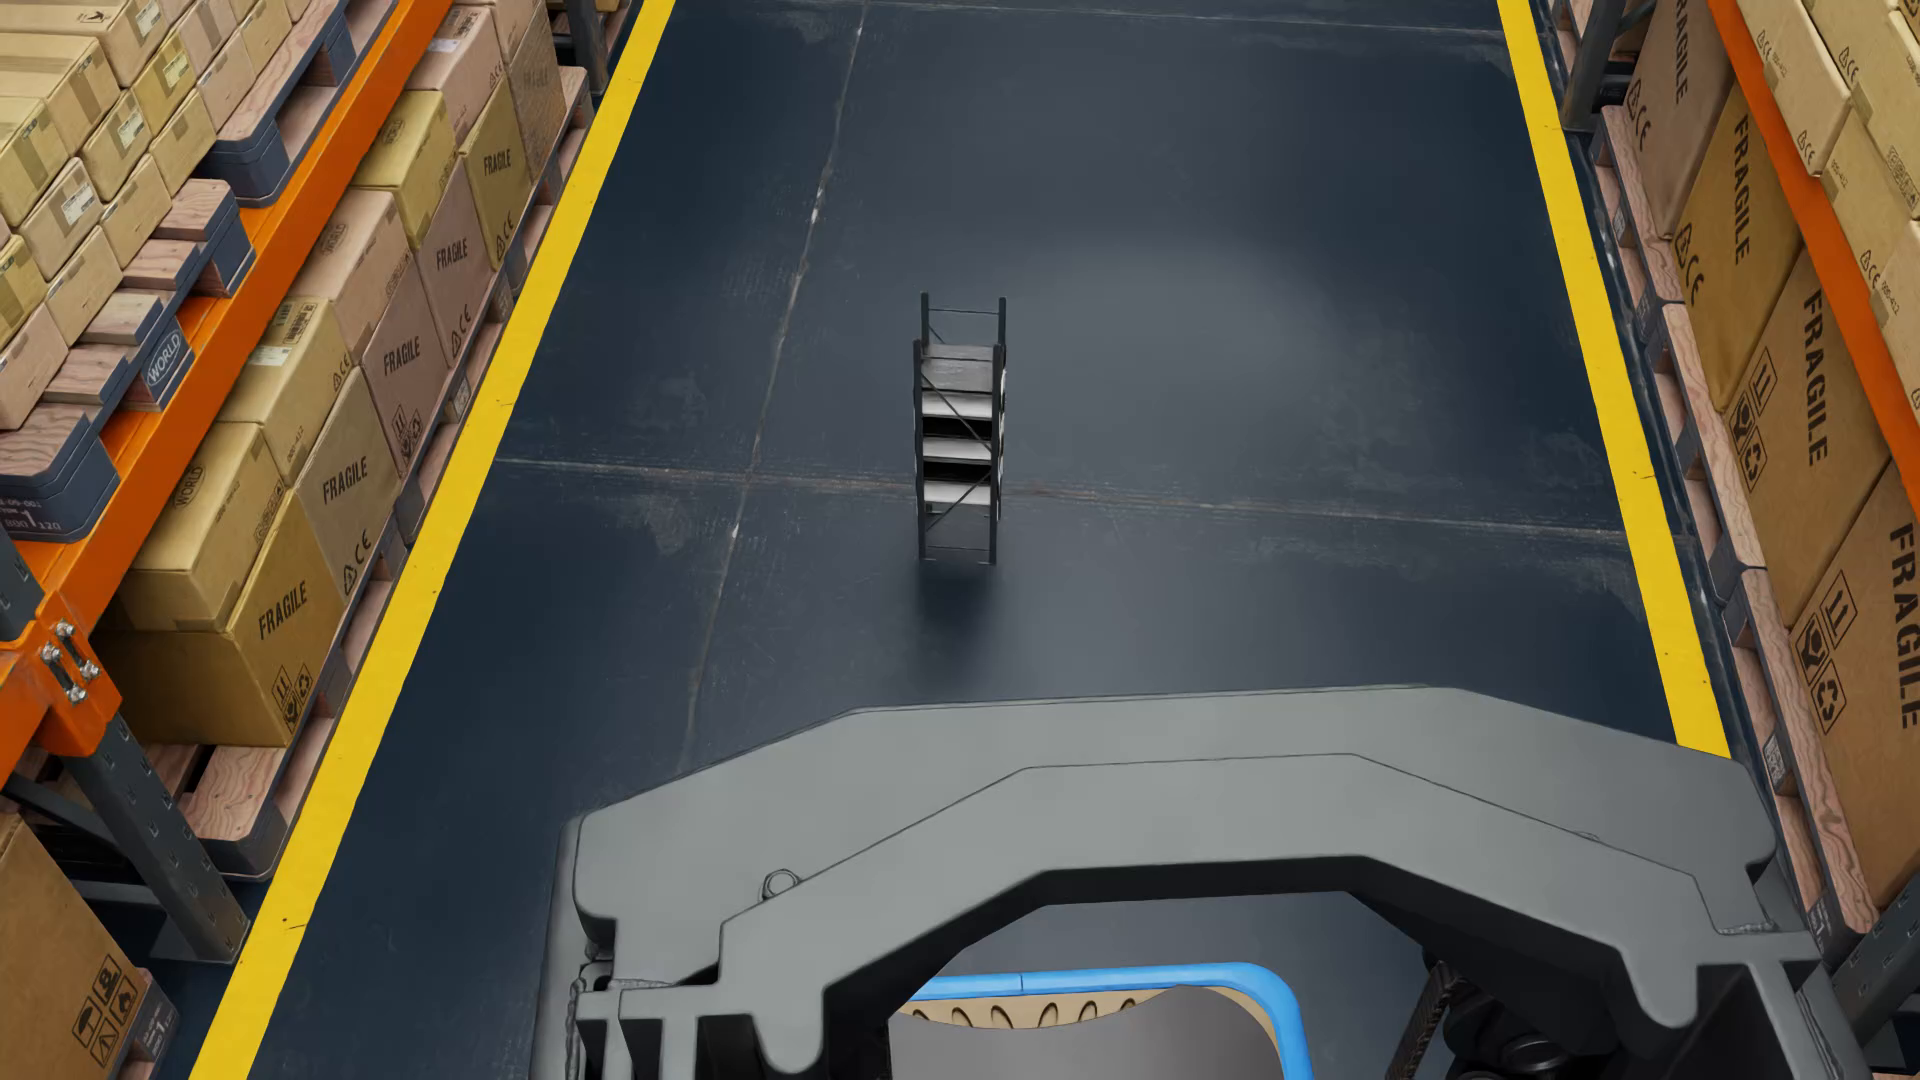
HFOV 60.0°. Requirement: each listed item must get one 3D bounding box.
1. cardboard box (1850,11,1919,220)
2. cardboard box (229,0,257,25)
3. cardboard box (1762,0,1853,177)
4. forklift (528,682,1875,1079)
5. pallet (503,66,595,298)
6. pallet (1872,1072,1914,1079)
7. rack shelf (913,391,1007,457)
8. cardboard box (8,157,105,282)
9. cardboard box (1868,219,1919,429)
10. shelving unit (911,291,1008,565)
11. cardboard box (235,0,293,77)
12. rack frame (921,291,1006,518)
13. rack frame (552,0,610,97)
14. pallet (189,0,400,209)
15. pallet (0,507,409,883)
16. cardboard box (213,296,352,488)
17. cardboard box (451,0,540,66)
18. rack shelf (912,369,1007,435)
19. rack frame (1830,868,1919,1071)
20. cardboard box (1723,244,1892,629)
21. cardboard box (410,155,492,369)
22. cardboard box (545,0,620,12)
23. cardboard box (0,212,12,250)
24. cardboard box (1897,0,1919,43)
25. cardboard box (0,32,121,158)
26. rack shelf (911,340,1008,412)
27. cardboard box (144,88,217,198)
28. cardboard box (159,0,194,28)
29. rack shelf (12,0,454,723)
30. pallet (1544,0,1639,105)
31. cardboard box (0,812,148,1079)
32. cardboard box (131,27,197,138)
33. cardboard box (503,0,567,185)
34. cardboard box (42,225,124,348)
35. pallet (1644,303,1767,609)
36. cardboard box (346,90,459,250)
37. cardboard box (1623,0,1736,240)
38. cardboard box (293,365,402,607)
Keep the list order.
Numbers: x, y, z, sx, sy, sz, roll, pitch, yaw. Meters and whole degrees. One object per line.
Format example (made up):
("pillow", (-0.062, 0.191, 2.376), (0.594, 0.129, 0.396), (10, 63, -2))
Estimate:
("cardboard box", (2.451, -0.988, 3.883), (0.500, 0.250, 0.500), (3, 48, 3))
("cardboard box", (-1.988, -1.446, 4.224), (0.380, 0.149, 0.250), (3, 48, 3))
("cardboard box", (2.489, -1.202, 4.419), (0.500, 0.250, 0.500), (3, 48, 3))
("forklift", (0.192, 1.625, 1.777), (1.130, 2.935, 3.031), (-2, 48, -2))
("pallet", (-2.053, -1.427, 6.412), (1.003, 0.211, 1.213), (4, 48, 4))
("pallet", (2.518, 1.773, 3.485), (1.003, 0.211, 1.213), (4, 48, 4))
("rack shelf", (0.001, -0.348, 4.882), (0.258, 0.077, 0.200), (4, 48, 4))
("cardboard box", (-2.081, -0.699, 3.541), (0.380, 0.149, 0.250), (6, 48, 5))
("cardboard box", (2.409, -0.457, 3.737), (0.500, 0.250, 0.500), (5, 48, 4))
("shelving unit", (0.001, -0.310, 4.923), (0.258, 0.900, 0.210), (4, 48, 4))
("cardboard box", (-1.987, -1.347, 4.335), (0.380, 0.149, 0.250), (4, 48, 4))
("rack frame", (0.010, -0.384, 4.992), (0.240, 0.900, 0.006), (4, 48, 4))
("rack frame", (-1.983, -2.940, 5.906), (1.000, 3.000, 0.127), (4, 48, 4))
("pallet", (-2.208, -1.393, 4.621), (1.003, 0.211, 1.213), (4, 48, 4))
("pallet", (-2.275, 0.366, 4.772), (1.003, 0.211, 1.213), (4, 48, 4))
("cardboard box", (-1.998, -0.415, 4.498), (0.500, 0.250, 0.500), (3, 48, 3))
("cardboard box", (-1.800, -1.927, 5.881), (0.500, 0.250, 0.500), (3, 48, 2))
("rack shelf", (0.001, -0.409, 4.815), (0.258, 0.077, 0.200), (4, 48, 4))
("rack frame", (2.591, 0.258, 2.981), (1.000, 3.000, 0.127), (4, 48, 4))
("cardboard box", (2.822, -0.324, 4.669), (0.875, 0.875, 0.875), (4, 48, 4))
("cardboard box", (-1.898, -0.924, 5.471), (0.500, 0.500, 0.500), (3, 48, 3))
("cardboard box", (-1.630, -2.365, 7.028), (0.380, 0.149, 0.250), (2, 48, 2))
("cardboard box", (-2.113, -0.588, 3.238), (0.380, 0.149, 0.250), (4, 48, 4))
("cardboard box", (2.468, -1.253, 3.618), (0.500, 0.500, 0.500), (4, 48, 4))
("cardboard box", (-2.064, -0.962, 3.580), (0.380, 0.149, 0.250), (4, 48, 3))
("rack shelf", (0.001, -0.469, 4.749), (0.258, 0.077, 0.200), (4, 48, 4))
("cardboard box", (-2.034, -0.967, 3.987), (0.380, 0.149, 0.250), (6, 48, 5))
("cardboard box", (-2.017, -1.356, 3.940), (0.380, 0.149, 0.250), (6, 48, 5))
("rack shelf", (-2.166, -1.227, 4.827), (1.077, 0.370, 4.000), (4, 48, 4))
("pallet", (3.102, -2.294, 7.205), (1.003, 0.211, 1.213), (4, 48, 4))
("cardboard box", (-2.493, 1.058, 3.489), (1.050, 0.750, 0.750), (3, 48, 3))
("cardboard box", (-2.038, -1.081, 3.890), (0.380, 0.149, 0.250), (4, 48, 4))
("cardboard box", (-1.800, -1.677, 6.161), (0.500, 0.500, 0.500), (3, 48, 3))
("cardboard box", (-2.082, -0.570, 3.624), (0.380, 0.149, 0.250), (6, 48, 5))
("pallet", (2.851, -0.269, 5.353), (1.003, 0.211, 1.213), (4, 48, 4))
("cardboard box", (-1.894, -1.161, 5.180), (0.500, 0.250, 0.500), (2, 48, 2))
("cardboard box", (2.978, -1.645, 5.877), (0.875, 0.875, 0.875), (5, 48, 5))
("cardboard box", (-1.987, -0.171, 4.783), (0.500, 0.500, 0.500), (4, 48, 4))
